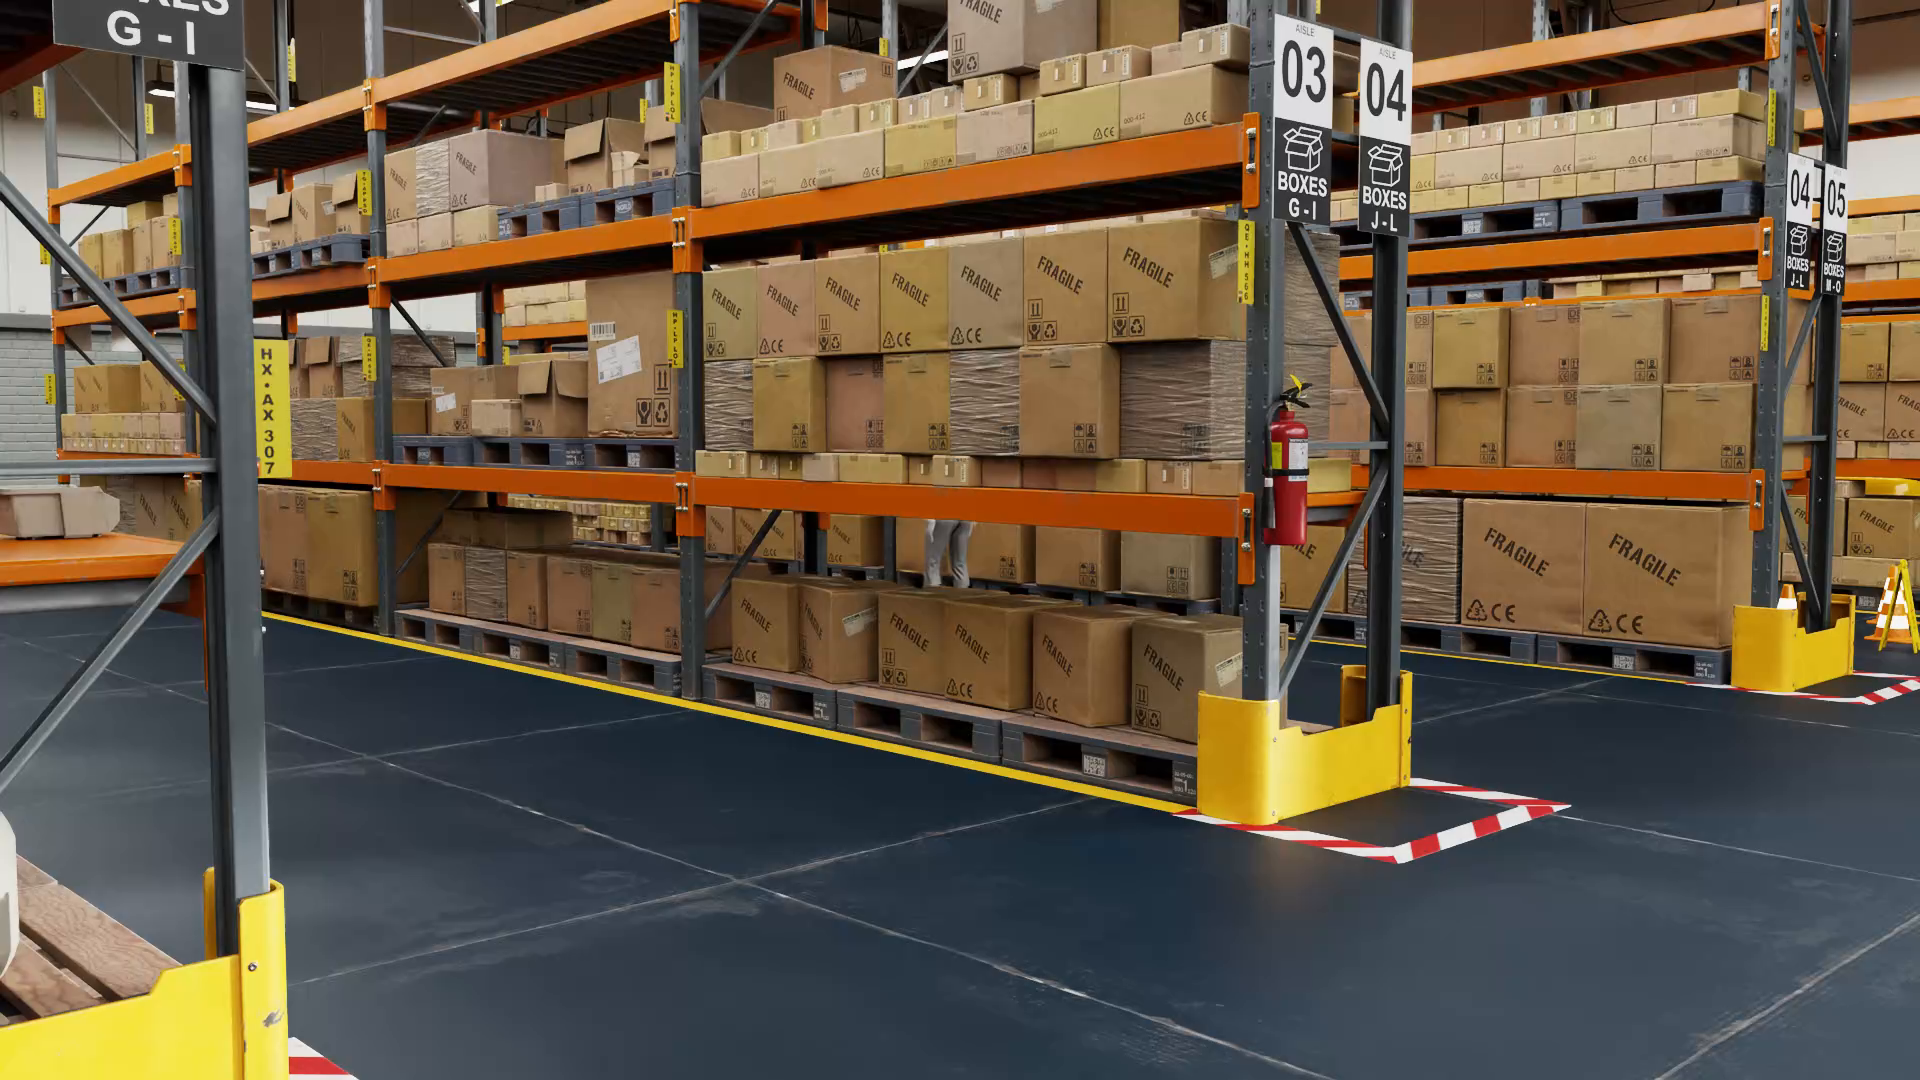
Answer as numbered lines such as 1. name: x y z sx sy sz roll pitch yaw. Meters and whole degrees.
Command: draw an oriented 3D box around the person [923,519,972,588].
1. person: -0.120 -0.132 13.041 0.530 1.709 0.418 -4 6 -44
